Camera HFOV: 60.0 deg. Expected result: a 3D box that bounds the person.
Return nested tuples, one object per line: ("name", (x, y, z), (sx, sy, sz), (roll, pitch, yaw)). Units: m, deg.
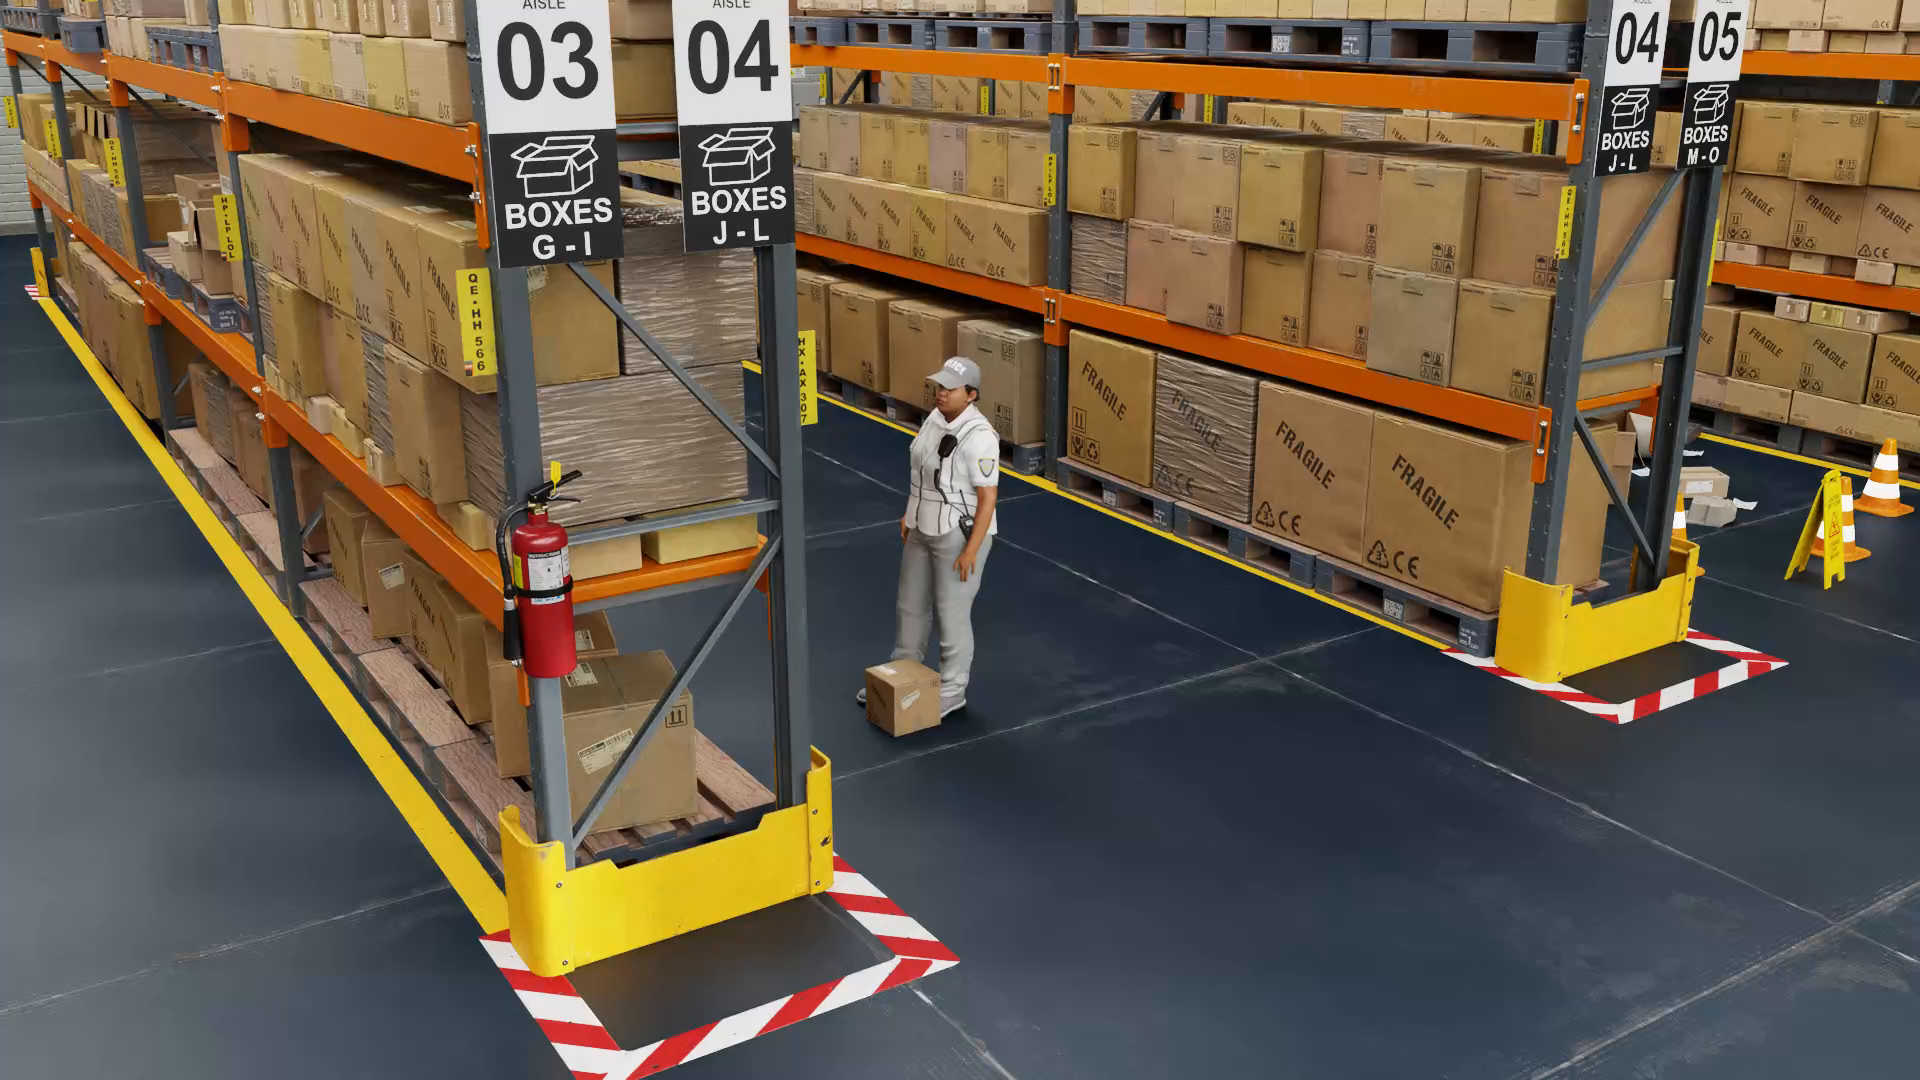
("person", (-0.129, -0.005, 7.535), (0.529, 1.670, 0.598), (-12, 21, -31))
